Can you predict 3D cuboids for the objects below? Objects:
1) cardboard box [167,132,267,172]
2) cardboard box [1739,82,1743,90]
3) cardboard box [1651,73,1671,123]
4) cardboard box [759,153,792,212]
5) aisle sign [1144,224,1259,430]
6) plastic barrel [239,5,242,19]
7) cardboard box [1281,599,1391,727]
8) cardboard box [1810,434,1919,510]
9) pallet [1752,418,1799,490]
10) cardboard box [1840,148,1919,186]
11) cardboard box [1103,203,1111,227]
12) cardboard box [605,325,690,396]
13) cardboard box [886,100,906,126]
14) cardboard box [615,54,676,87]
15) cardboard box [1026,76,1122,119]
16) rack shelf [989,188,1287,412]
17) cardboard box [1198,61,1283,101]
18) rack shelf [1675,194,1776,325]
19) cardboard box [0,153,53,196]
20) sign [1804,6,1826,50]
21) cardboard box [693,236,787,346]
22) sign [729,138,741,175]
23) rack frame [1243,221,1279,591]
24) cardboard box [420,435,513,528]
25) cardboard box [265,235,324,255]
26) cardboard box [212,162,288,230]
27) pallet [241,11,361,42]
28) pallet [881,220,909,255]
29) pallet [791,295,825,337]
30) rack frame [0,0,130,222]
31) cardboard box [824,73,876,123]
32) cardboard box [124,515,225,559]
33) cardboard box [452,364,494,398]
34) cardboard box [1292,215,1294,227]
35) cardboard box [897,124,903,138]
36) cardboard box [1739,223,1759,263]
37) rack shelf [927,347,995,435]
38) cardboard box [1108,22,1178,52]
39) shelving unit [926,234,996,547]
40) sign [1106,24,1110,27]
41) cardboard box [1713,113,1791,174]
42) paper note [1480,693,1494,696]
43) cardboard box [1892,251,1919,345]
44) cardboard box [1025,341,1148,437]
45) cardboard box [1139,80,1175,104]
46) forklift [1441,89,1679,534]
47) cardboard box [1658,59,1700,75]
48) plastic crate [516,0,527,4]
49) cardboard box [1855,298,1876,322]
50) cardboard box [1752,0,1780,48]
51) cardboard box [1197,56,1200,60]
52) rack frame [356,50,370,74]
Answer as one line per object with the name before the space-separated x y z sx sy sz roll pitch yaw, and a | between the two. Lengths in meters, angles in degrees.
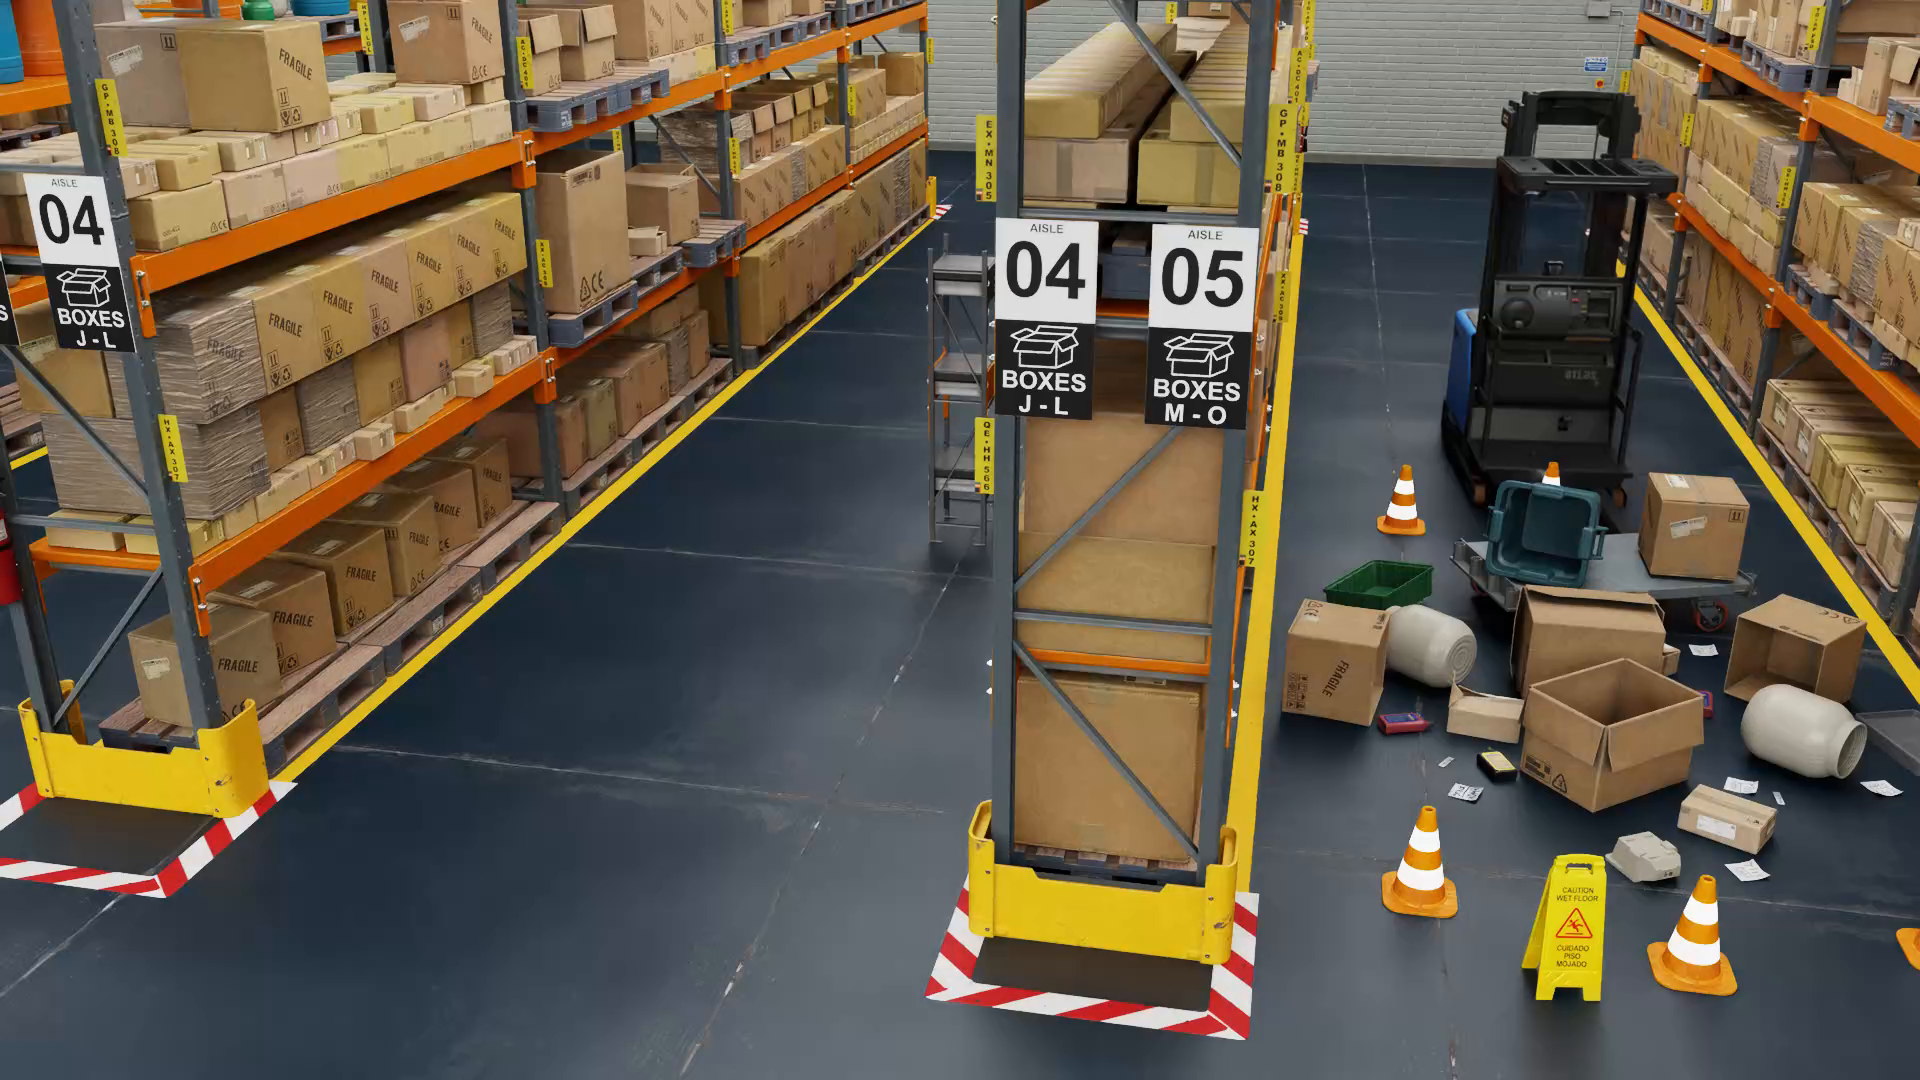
cardboard box | -3.709 -1.939 8.304 0.380 0.149 0.250 5 23 13
cardboard box | 8.320 -4.797 17.409 0.380 0.149 0.250 4 22 10
cardboard box | 8.097 -4.957 18.674 0.500 0.500 0.500 5 22 11
cardboard box | -1.994 -3.571 16.571 0.500 0.500 0.500 4 22 10
aisle sign | 0.918 -0.807 6.363 0.394 0.787 0.004 4 22 11
plastic barrel | -7.337 -5.294 16.591 0.301 0.262 0.301 0 22 0
cardboard box | 2.143 0.691 9.465 0.500 0.500 0.500 8 23 20
cardboard box | 6.710 -0.458 11.932 0.950 0.372 0.625 5 23 13
pallet | 6.977 -0.657 13.201 1.003 0.211 1.213 4 22 11
cardboard box | 7.478 -2.908 13.586 0.500 0.500 0.500 4 22 9
cardboard box | 0.428 -1.406 6.954 0.380 0.149 0.250 5 22 11
cardboard box | -2.781 -1.585 14.532 0.700 0.500 0.500 3 22 6
cardboard box | -0.978 -5.416 21.089 0.500 0.250 0.500 4 22 9
cardboard box | -2.613 -3.754 13.346 0.500 0.250 0.500 5 22 12
cardboard box | 0.480 -1.870 7.040 0.380 0.149 0.250 5 22 12
rack shelf | 1.047 -1.439 8.360 1.077 0.370 4.000 4 22 11
cardboard box | 1.279 -2.099 7.607 0.380 0.149 0.250 4 22 10
rack shelf | 7.546 -2.633 15.340 1.077 0.370 4.000 4 22 11
cardboard box | -4.445 -1.697 7.705 0.380 0.149 0.250 4 22 11
sign | 6.597 -3.949 12.830 0.100 0.325 0.005 4 22 11
cardboard box | -2.402 -2.451 16.206 1.225 0.875 0.875 3 22 8
sign | -2.030 -3.454 14.970 0.100 0.325 0.005 4 22 11
rack frame | 1.455 -1.113 10.602 1.000 3.000 0.127 4 22 11
cardboard box | -3.500 -0.420 11.666 0.500 0.500 0.500 4 22 9
cardboard box | -4.014 -1.482 9.647 0.500 0.500 0.500 4 22 11
cardboard box | -3.745 -1.733 8.326 0.500 0.250 0.500 4 22 10
pallet | -6.889 -5.426 17.549 1.003 0.211 1.213 4 22 11
pallet | -1.269 -3.880 21.205 1.003 0.211 1.213 4 22 11
pallet | -2.078 -2.425 17.592 1.003 0.211 1.213 4 22 11
rack frame | -4.196 -2.848 6.880 1.000 3.000 0.127 4 22 11
cardboard box | -1.291 -5.205 19.562 0.500 0.500 0.500 4 22 11
cardboard box | -3.904 -0.035 8.261 0.380 0.149 0.250 4 22 11
cardboard box | -3.248 -1.033 10.740 0.380 0.149 0.250 4 22 11
cardboard box | 4.047 -4.064 21.183 0.380 0.149 0.250 5 23 13
cardboard box | -0.941 -5.176 21.028 0.380 0.149 0.250 5 22 11
cardboard box | 7.076 -2.559 14.393 0.500 0.250 0.500 5 22 12
rack shelf | 0.034 -1.022 11.617 0.431 0.518 0.480 4 22 11
cardboard box | 1.048 -2.892 9.577 0.380 0.149 0.250 5 22 11
shelving unit | 0.034 -1.035 11.612 0.431 2.100 0.503 4 22 11
sign | 0.922 -2.928 9.980 0.100 0.325 0.005 4 22 11
cardboard box | 7.402 -3.698 15.549 0.500 0.500 0.500 4 22 10
paper note | 2.970 0.904 9.579 0.172 0.023 0.155 13 25 29
cardboard box | 6.291 -1.520 10.518 0.500 0.500 0.500 5 22 11
cardboard box | 0.775 -0.562 7.587 0.875 0.550 0.550 4 22 11
cardboard box | 0.775 -2.102 8.150 0.500 0.250 0.500 5 22 11
forklift | 4.424 -1.714 12.185 1.130 2.935 3.031 3 22 6
cardboard box | 8.069 -5.300 18.657 0.380 0.149 0.250 4 22 10
plastic crate | -5.701 -7.205 21.997 0.450 0.188 0.336 4 22 11
cardboard box | 6.513 -1.622 11.640 0.380 0.149 0.250 5 23 13
cardboard box | 7.214 -4.535 14.387 0.500 0.500 0.500 5 22 11
cardboard box | 1.443 -2.947 10.645 0.500 0.250 0.500 5 22 11
rack frame | -6.596 -4.832 19.835 1.000 3.000 0.127 4 22 11
